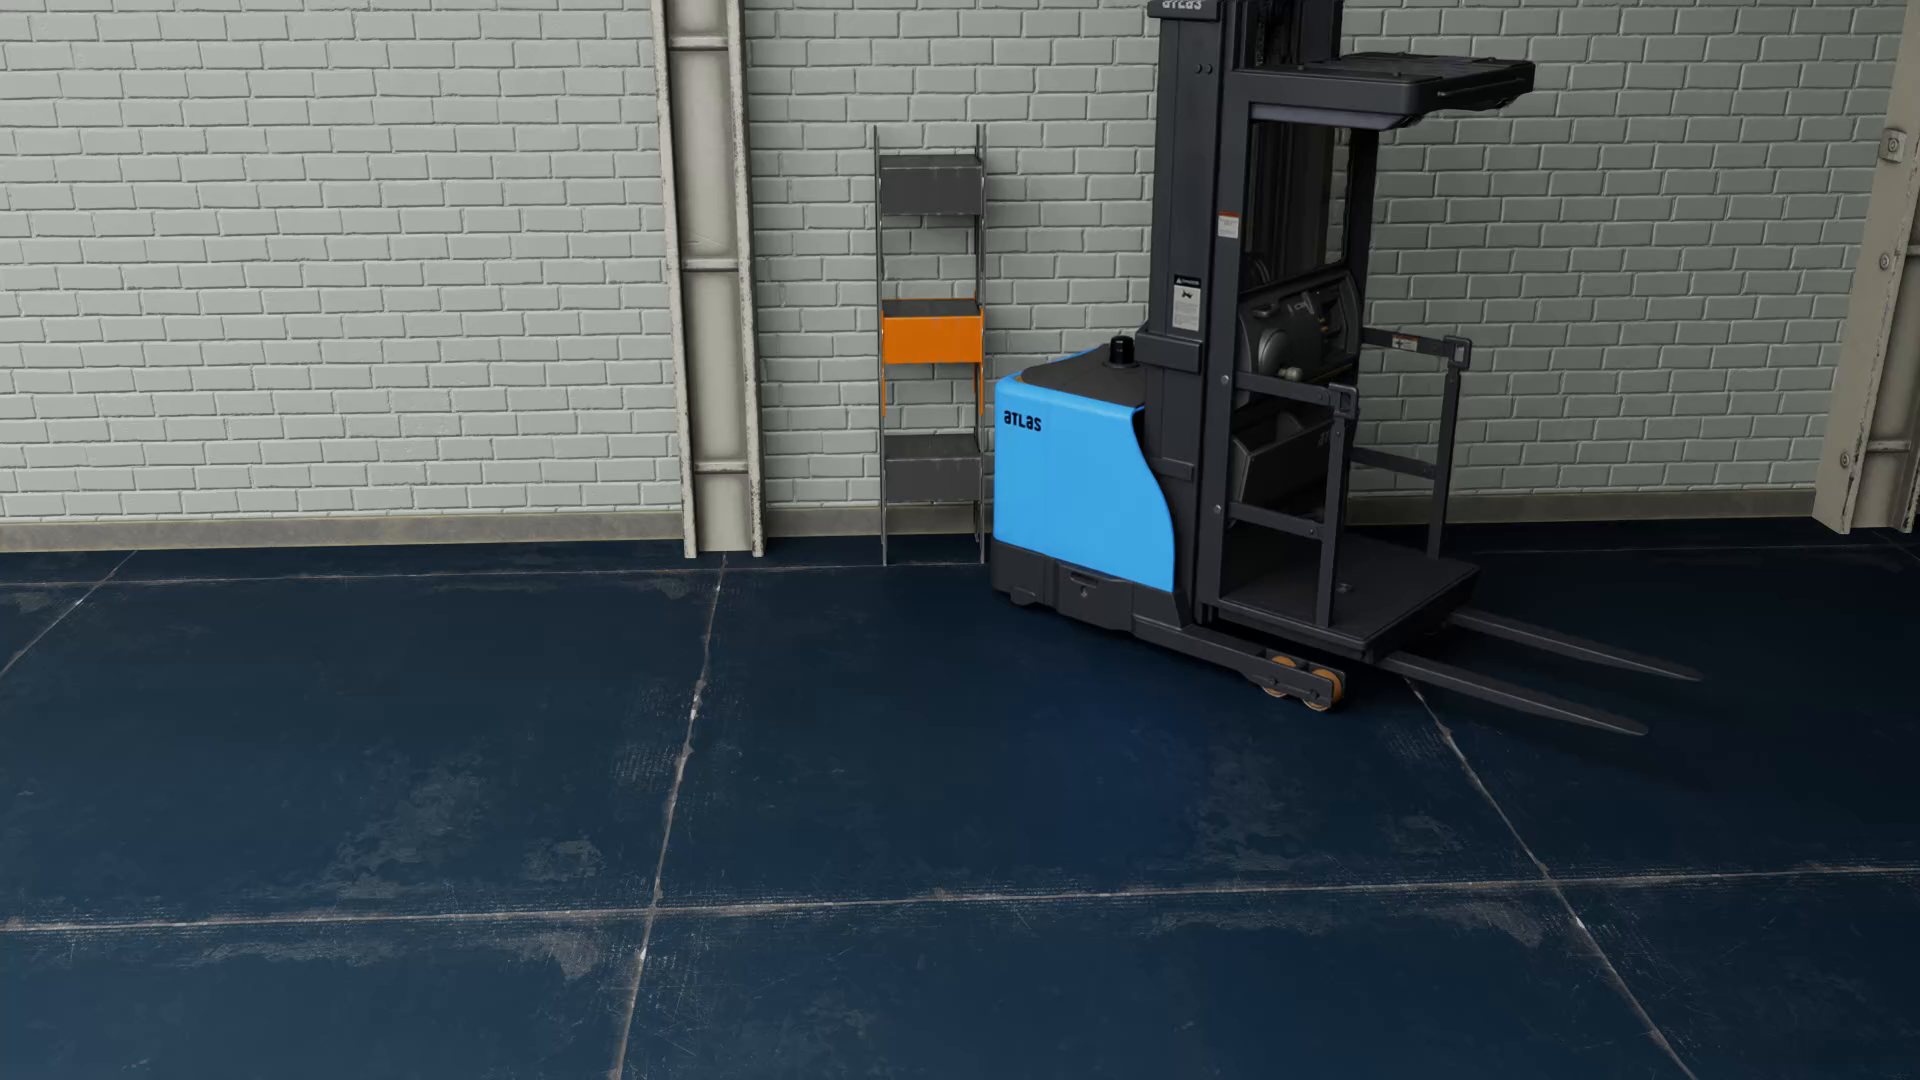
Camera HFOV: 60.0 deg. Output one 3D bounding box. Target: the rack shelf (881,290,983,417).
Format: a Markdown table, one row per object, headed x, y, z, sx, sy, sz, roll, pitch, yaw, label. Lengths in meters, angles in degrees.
| x | y | z | sx | sy | sz | roll | pitch | yaw | label |
| --- | --- | --- | --- | --- | --- | --- | --- | --- | --- |
| -0.145 | -0.912 | 8.104 | 0.480 | 0.518 | 0.431 | -2 | 21 | -4 | rack shelf |

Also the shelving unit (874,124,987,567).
| x | y | z | sx | sy | sz | roll | pitch | yaw | label |
| --- | --- | --- | --- | --- | --- | --- | --- | --- | --- |
| -0.145 | -0.925 | 8.099 | 0.503 | 2.100 | 0.431 | -2 | 21 | -4 | shelving unit |

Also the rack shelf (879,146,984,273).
| x | y | z | sx | sy | sz | roll | pitch | yaw | label |
| --- | --- | --- | --- | --- | --- | --- | --- | --- | --- |
| -0.145 | -1.566 | 7.855 | 0.480 | 0.518 | 0.431 | -2 | 21 | -4 | rack shelf |

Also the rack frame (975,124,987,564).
| x | y | z | sx | sy | sz | roll | pitch | yaw | label |
| --- | --- | --- | --- | --- | --- | --- | --- | --- | --- |
| 0.099 | -0.931 | 8.116 | 0.015 | 2.100 | 0.400 | -2 | 21 | -4 | rack frame |

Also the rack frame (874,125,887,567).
| x | y | z | sx | sy | sz | roll | pitch | yaw | label |
| --- | --- | --- | --- | --- | --- | --- | --- | --- | --- |
| -0.388 | -0.918 | 8.082 | 0.015 | 2.100 | 0.400 | -2 | 21 | -4 | rack frame |

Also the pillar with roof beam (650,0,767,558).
| x | y | z | sx | sy | sz | roll | pitch | yaw | label |
| --- | --- | --- | --- | --- | --- | --- | --- | --- | --- |
| -0.951 | -2.644 | 2.919 | 0.400 | 9.000 | 9.100 | -1 | 21 | -3 | pillar with roof beam |

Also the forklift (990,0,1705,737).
| x | y | z | sx | sy | sz | roll | pitch | yaw | label |
| --- | --- | --- | --- | --- | --- | --- | --- | --- | --- |
| 1.587 | -0.884 | 6.824 | 3.031 | 2.935 | 1.130 | 17 | 27 | 38 | forklift |

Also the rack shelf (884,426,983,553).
| x | y | z | sx | sy | sz | roll | pitch | yaw | label |
| --- | --- | --- | --- | --- | --- | --- | --- | --- | --- |
| -0.145 | -0.258 | 8.353 | 0.480 | 0.518 | 0.431 | -2 | 21 | -4 | rack shelf |

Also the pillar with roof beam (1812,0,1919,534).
| x | y | z | sx | sy | sz | roll | pitch | yaw | label |
| --- | --- | --- | --- | --- | --- | --- | --- | --- | --- |
| 5.039 | -2.766 | 3.240 | 0.400 | 9.000 | 9.100 | -1 | 21 | -3 | pillar with roof beam |
